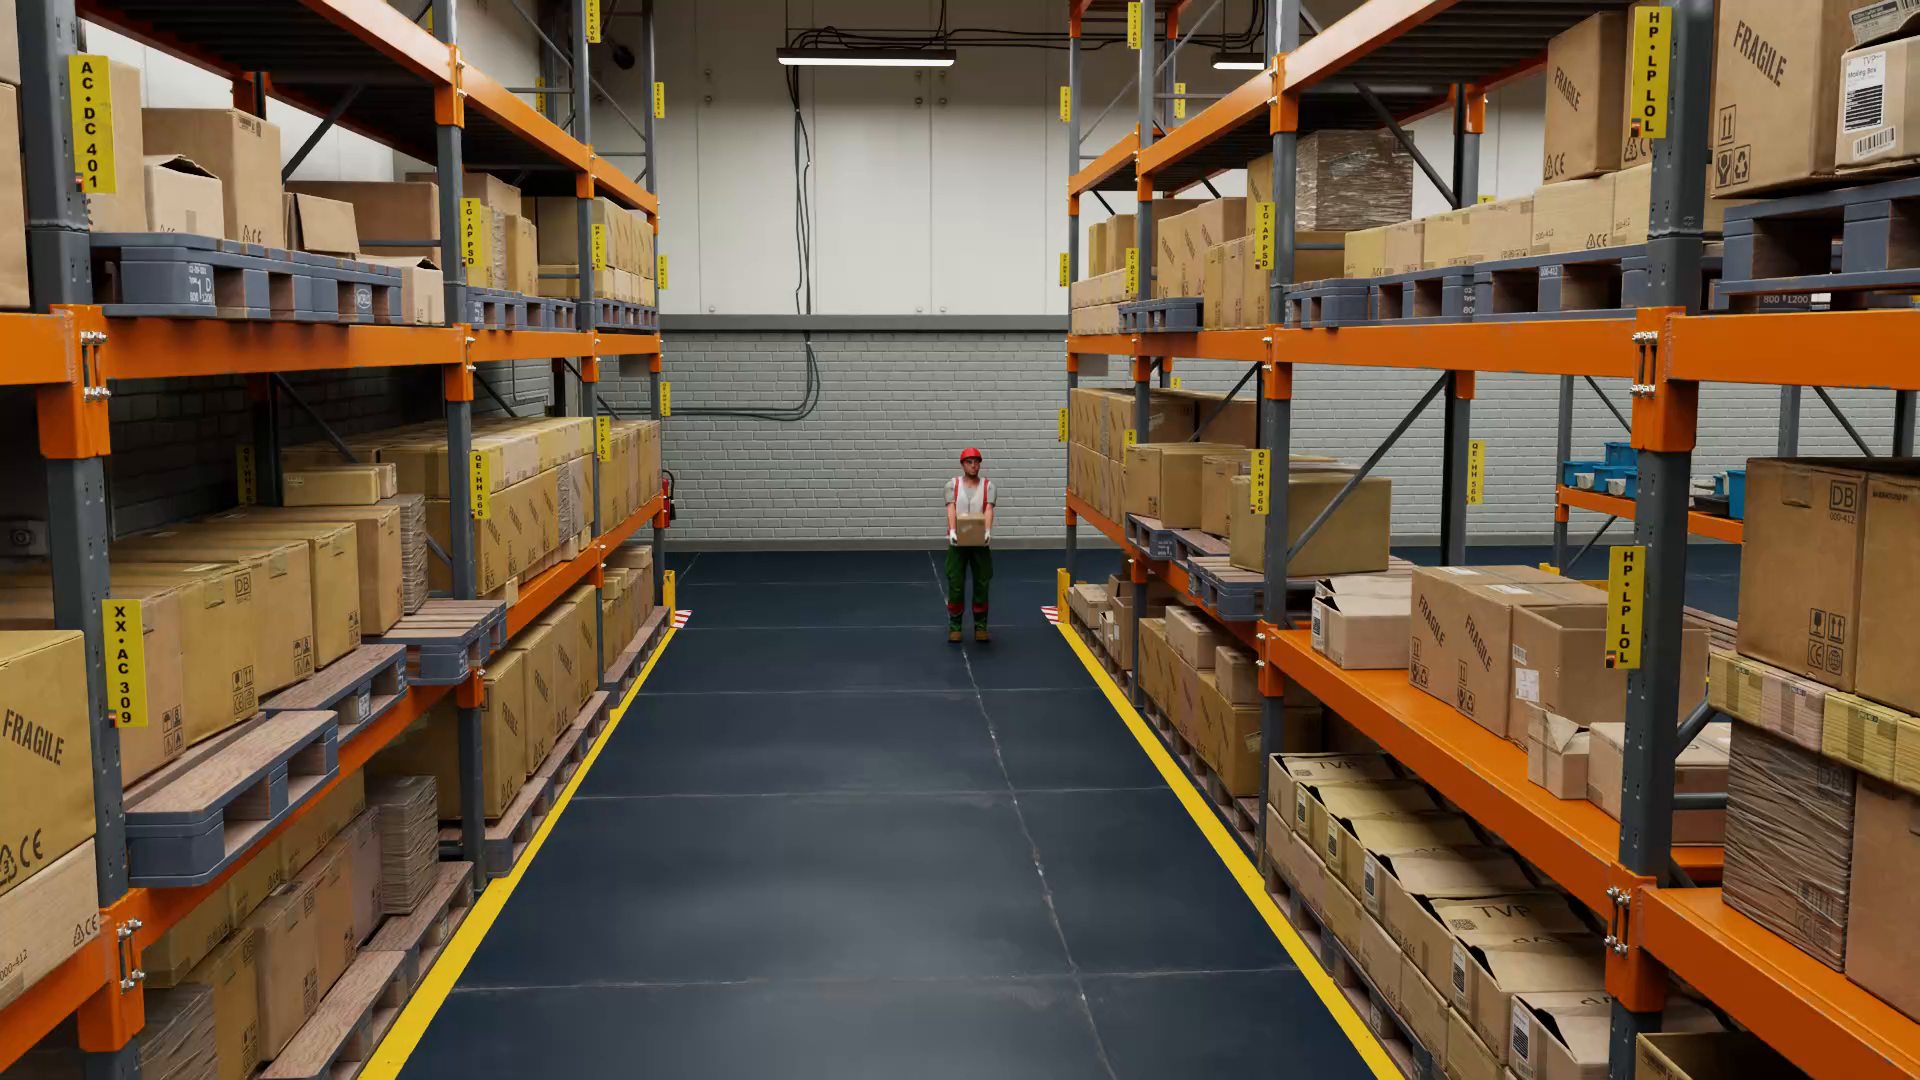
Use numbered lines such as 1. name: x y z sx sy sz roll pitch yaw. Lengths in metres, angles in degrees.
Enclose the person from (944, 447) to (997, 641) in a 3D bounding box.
1. person: 0.100 0.050 15.240 0.494 1.782 0.570 0 7 -3
